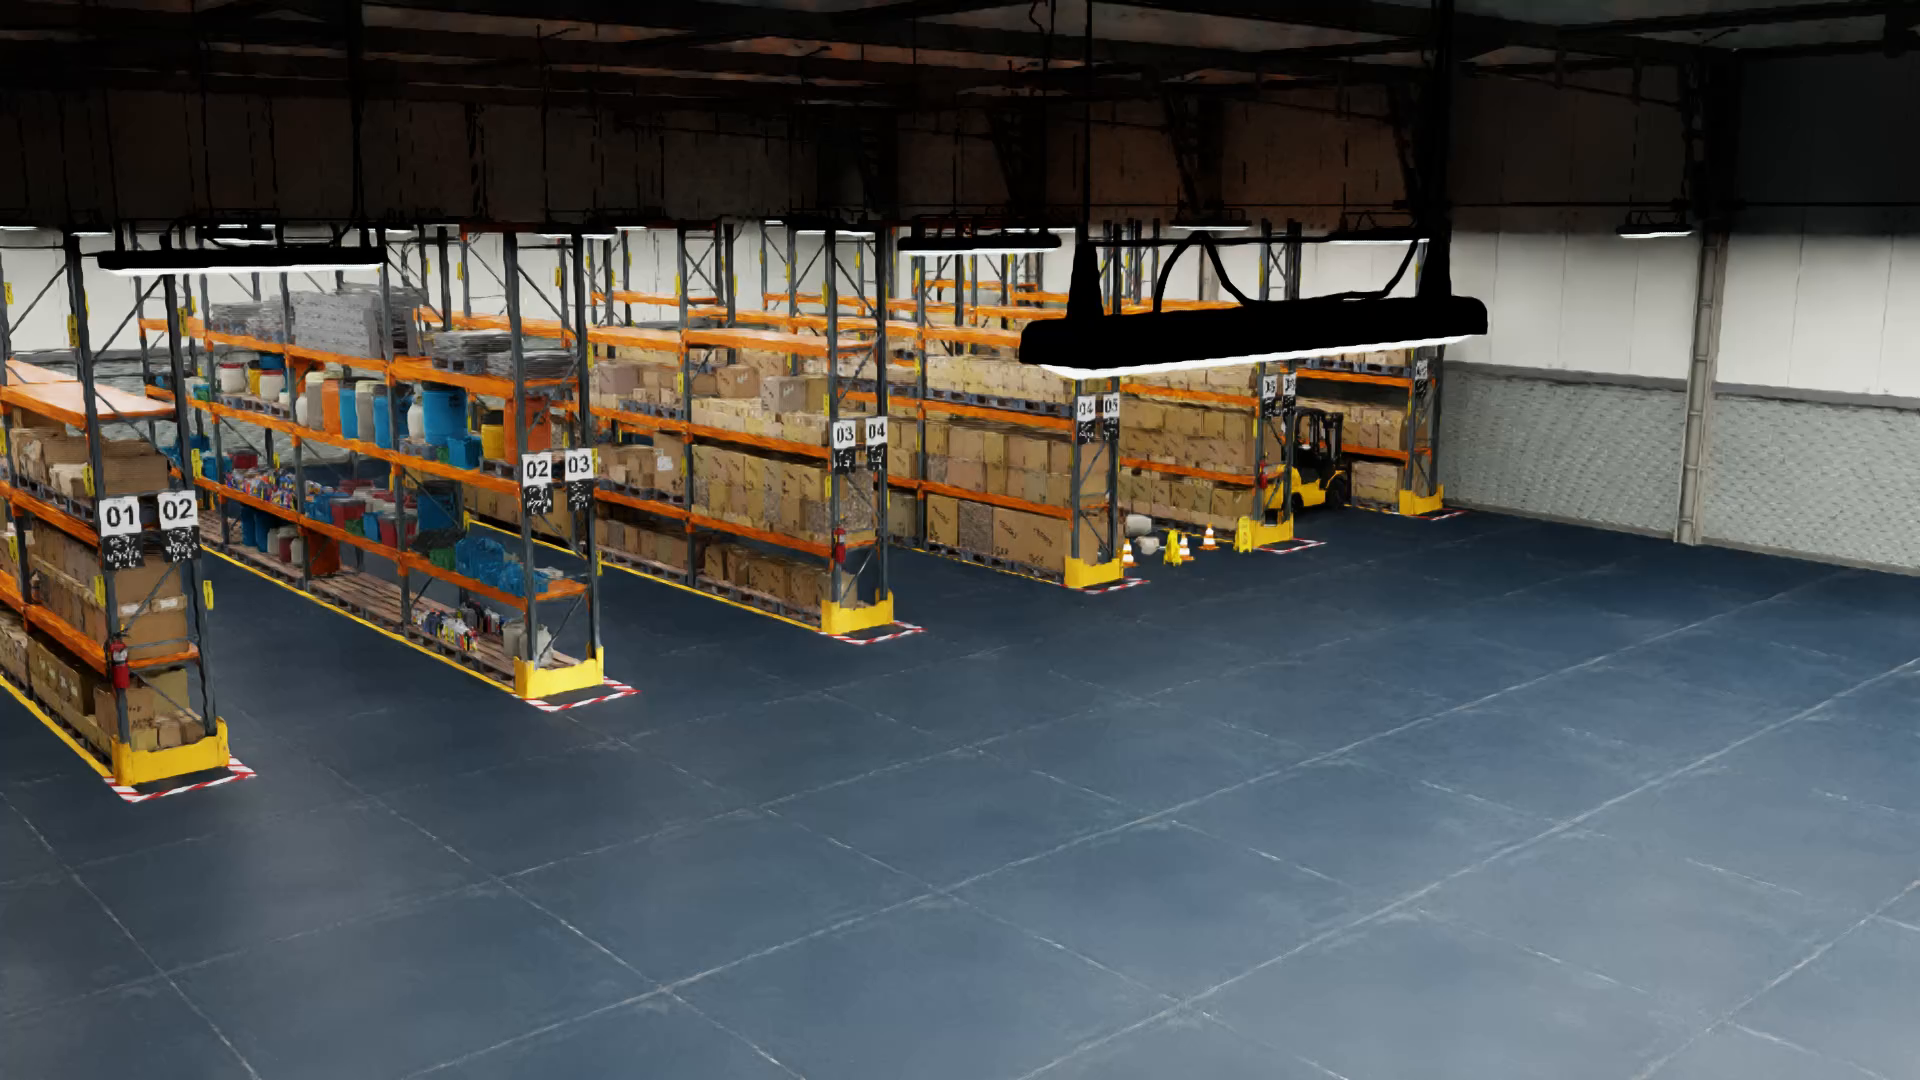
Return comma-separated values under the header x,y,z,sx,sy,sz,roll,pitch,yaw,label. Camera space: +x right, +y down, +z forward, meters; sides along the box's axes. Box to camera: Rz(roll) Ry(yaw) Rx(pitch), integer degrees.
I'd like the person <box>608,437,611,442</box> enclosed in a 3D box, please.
x,y,z,sx,sy,sz,roll,pitch,yaw,label
-7.033,-1.282,33.905,0.536,1.677,0.454,6,13,27,person
